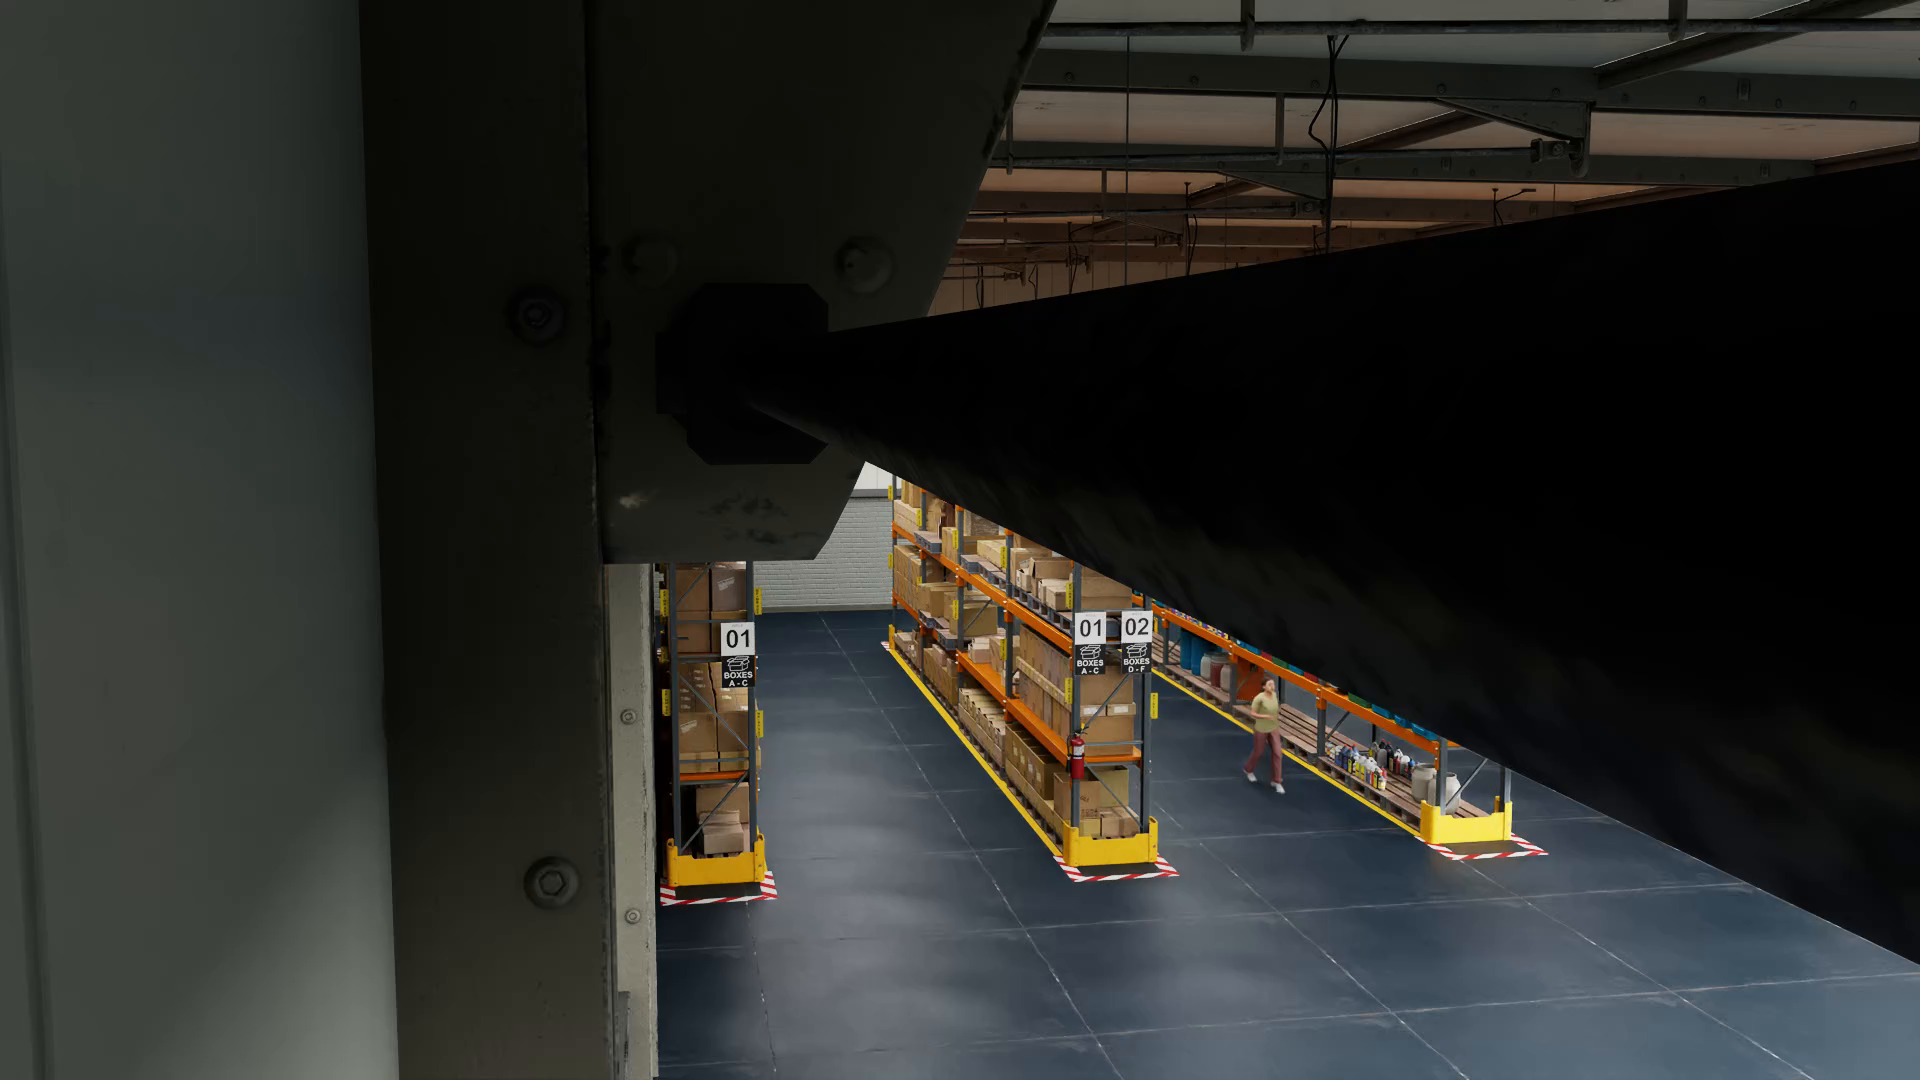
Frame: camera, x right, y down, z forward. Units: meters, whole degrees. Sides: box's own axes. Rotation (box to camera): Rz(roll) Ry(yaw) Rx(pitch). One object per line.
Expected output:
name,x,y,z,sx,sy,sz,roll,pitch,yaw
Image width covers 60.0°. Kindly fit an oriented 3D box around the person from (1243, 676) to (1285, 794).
person,4.507,2.839,24.645,0.544,1.698,0.890,-3,7,-22
